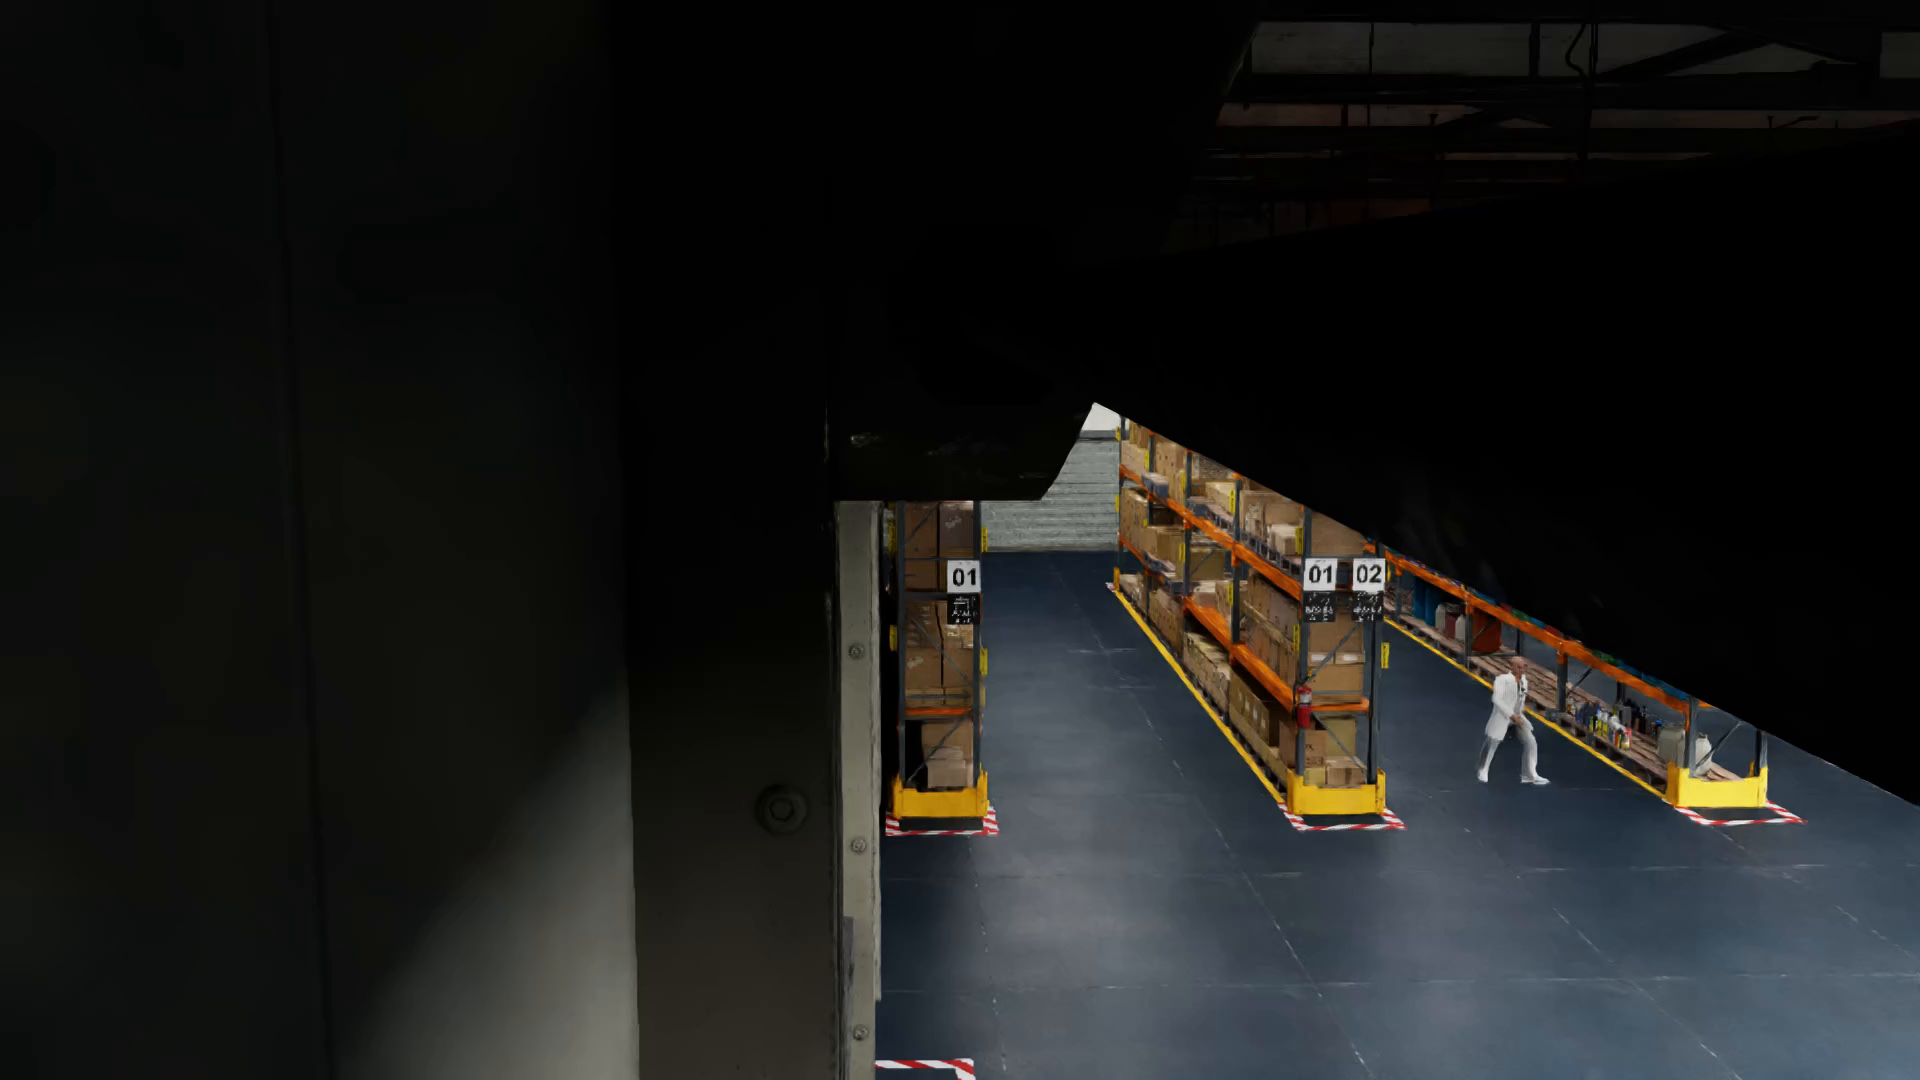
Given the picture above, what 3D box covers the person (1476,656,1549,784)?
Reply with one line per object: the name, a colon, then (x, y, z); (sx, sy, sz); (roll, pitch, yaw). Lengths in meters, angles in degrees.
person: (7.204, 2.394, 21.837); (0.716, 1.613, 0.858); (-3, 9, -22)
